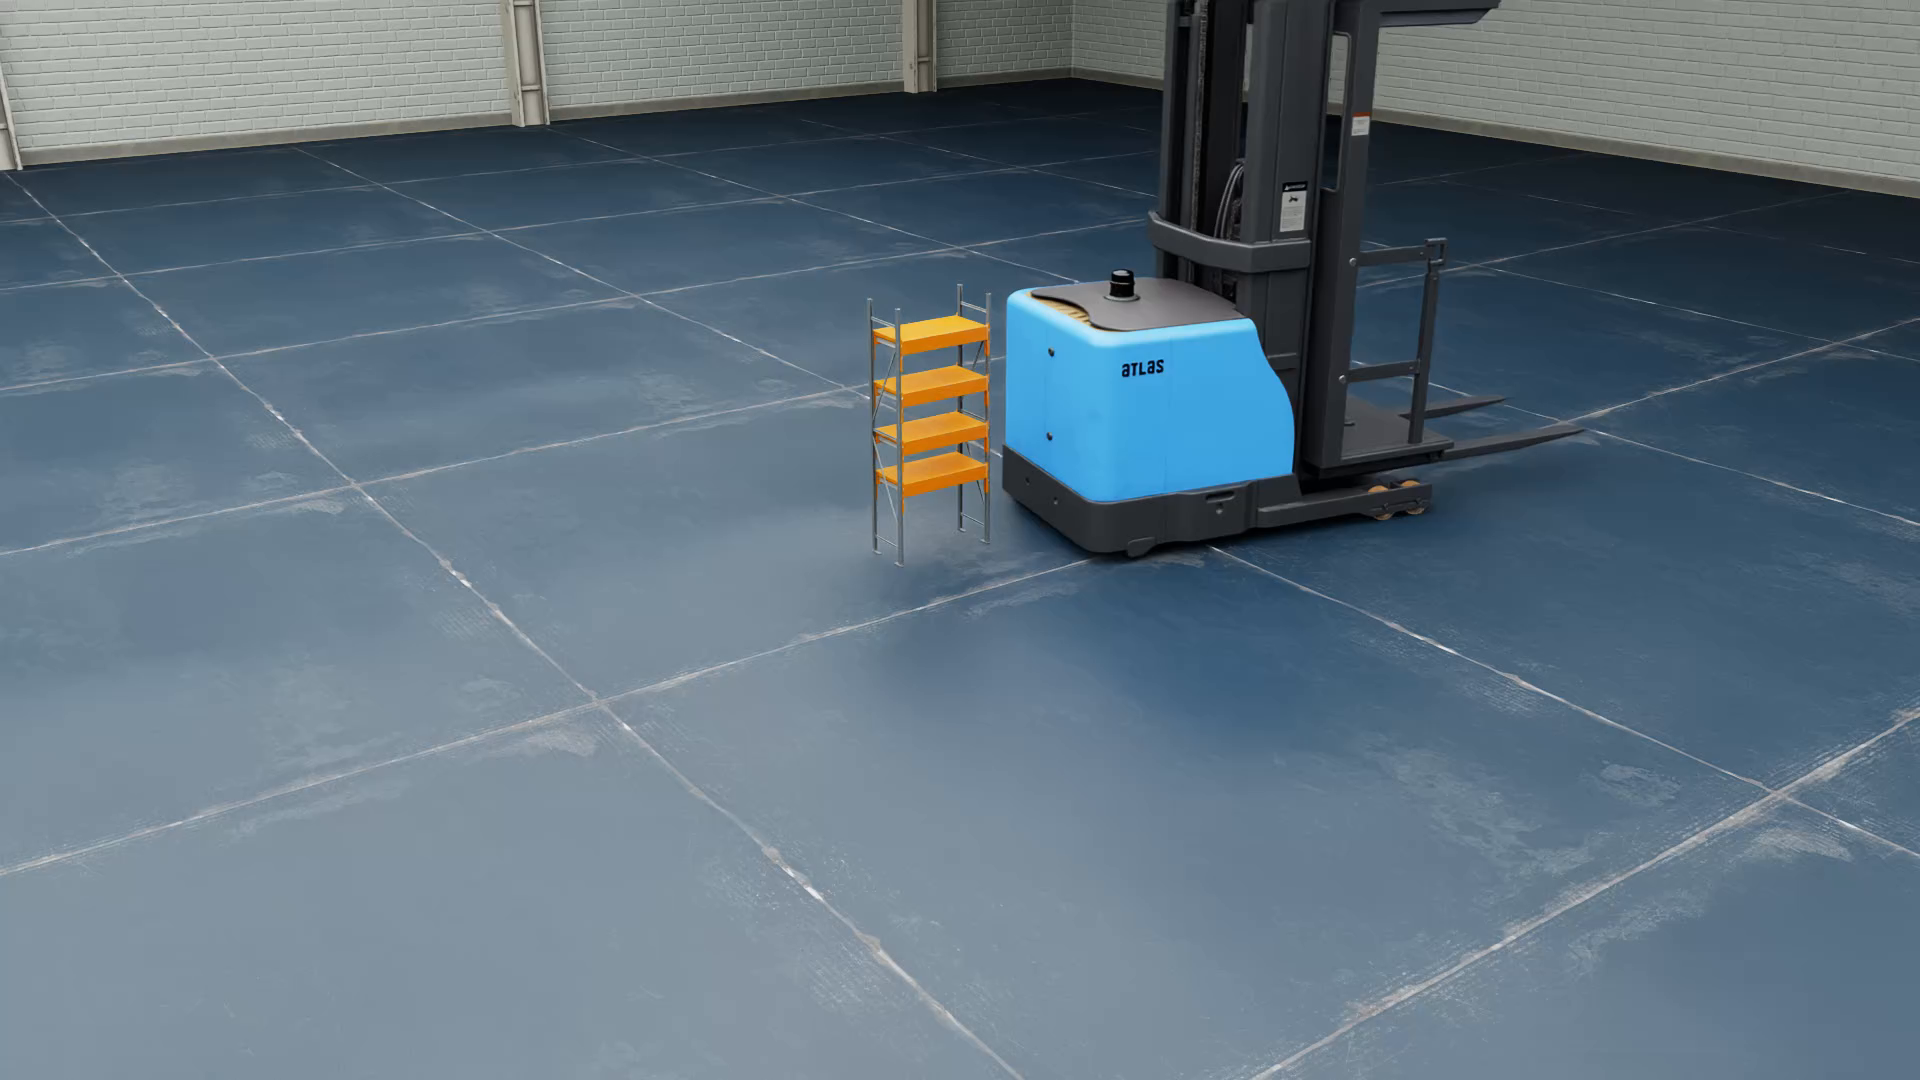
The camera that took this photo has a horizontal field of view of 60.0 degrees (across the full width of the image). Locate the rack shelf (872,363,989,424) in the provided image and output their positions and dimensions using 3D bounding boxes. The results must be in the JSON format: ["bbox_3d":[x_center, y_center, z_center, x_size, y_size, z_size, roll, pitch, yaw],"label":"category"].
[{"bbox_3d":[-0.134,-0.667,7.526,0.480,0.148,0.258,-15,26,-33],"label":"rack shelf"}]

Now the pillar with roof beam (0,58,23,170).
[{"bbox_3d":[-7.812,-6.875,12.983,0.400,9.000,9.100,-15,26,-33],"label":"pillar with roof beam"}]

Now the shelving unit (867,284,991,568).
[{"bbox_3d":[-0.134,-0.521,7.584,0.503,1.200,0.258,-15,26,-33],"label":"shelving unit"}]

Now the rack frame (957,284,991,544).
[{"bbox_3d":[0.064,-0.574,7.717,0.015,1.200,0.240,-15,26,-33],"label":"rack frame"}]

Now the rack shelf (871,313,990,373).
[{"bbox_3d":[-0.134,-0.886,7.439,0.480,0.148,0.258,-15,26,-33],"label":"rack shelf"}]

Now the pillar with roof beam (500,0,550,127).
[{"bbox_3d":[-2.942,-8.173,16.237,0.400,9.000,9.100,-15,26,-33],"label":"pillar with roof beam"}]

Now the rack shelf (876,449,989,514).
[{"bbox_3d":[-0.134,-0.275,7.683,0.480,0.148,0.258,-15,26,-33],"label":"rack shelf"}]

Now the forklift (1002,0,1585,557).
[{"bbox_3d":[1.776,-1.626,8.017,3.031,2.935,1.130,-9,24,-22],"label":"forklift"}]

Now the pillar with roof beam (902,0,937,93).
[{"bbox_3d":[1.929,-9.472,19.492,0.400,9.000,9.100,-15,26,-33],"label":"pillar with roof beam"}]

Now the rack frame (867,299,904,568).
[{"bbox_3d":[-0.332,-0.469,7.452,0.015,1.200,0.240,-15,26,-33],"label":"rack frame"}]

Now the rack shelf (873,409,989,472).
[{"bbox_3d":[-0.134,-0.459,7.609,0.480,0.148,0.258,-15,26,-33],"label":"rack shelf"}]
